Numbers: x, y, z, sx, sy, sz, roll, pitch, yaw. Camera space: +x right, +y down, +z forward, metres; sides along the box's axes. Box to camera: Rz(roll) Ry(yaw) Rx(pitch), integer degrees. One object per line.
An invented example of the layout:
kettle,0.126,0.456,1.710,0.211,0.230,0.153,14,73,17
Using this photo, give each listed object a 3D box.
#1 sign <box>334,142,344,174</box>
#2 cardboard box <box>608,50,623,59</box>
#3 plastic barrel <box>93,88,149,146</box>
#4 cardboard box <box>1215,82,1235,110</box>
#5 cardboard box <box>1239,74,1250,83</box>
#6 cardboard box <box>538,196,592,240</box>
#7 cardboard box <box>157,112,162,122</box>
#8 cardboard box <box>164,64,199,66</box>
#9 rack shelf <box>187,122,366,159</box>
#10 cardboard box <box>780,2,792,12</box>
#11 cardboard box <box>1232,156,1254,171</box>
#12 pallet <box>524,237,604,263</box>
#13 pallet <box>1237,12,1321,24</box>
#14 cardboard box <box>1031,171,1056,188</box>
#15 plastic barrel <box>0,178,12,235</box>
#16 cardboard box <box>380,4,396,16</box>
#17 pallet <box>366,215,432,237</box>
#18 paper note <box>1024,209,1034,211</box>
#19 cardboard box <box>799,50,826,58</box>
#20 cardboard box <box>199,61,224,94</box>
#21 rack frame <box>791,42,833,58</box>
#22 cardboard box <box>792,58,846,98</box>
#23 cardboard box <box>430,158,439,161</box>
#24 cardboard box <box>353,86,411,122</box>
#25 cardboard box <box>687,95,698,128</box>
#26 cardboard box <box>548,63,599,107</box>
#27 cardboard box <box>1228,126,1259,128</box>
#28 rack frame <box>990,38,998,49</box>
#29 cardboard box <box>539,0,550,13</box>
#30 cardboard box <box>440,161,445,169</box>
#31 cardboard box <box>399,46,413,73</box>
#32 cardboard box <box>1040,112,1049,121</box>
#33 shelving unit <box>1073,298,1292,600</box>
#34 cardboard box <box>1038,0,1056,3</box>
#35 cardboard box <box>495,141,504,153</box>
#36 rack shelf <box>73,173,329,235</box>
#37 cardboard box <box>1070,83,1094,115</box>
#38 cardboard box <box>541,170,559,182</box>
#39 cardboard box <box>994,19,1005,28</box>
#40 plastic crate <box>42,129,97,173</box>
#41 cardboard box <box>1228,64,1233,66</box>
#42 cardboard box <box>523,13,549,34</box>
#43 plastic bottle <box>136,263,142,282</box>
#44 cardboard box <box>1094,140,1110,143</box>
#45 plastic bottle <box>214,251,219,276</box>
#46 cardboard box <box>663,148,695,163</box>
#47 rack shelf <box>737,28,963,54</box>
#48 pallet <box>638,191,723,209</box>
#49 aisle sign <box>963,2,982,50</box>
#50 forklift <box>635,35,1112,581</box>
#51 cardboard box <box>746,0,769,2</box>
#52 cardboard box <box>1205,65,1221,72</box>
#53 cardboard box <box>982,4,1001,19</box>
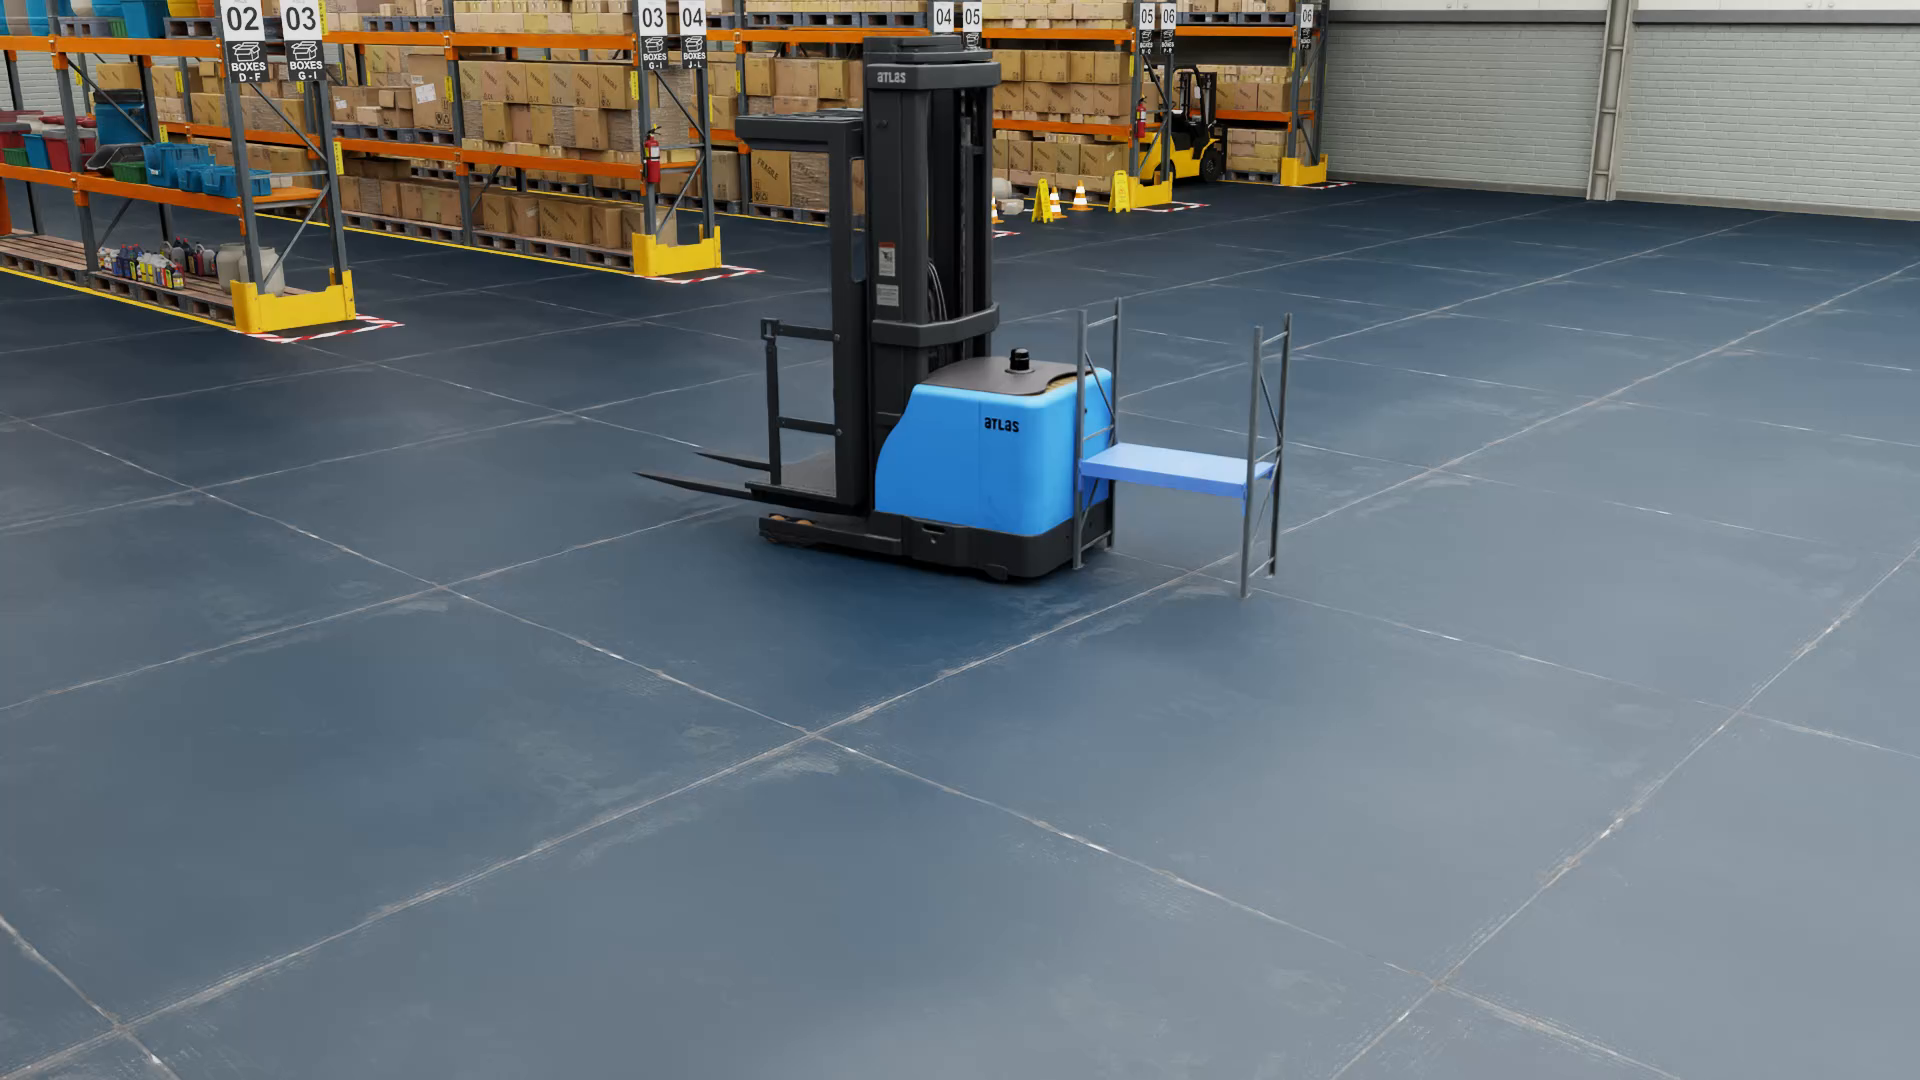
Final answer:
sign,-6.363,-3.903,16.992,0.005,0.325,0.100,15,23,39
cardboard box,-7.138,-10.180,35.410,0.500,0.500,0.500,15,23,40
plastic barrel,-9.811,-4.835,19.560,0.708,0.901,0.600,15,23,39
cardboard box,5.118,-8.430,31.549,0.500,0.500,0.500,14,23,38
cardboard box,5.439,-8.660,31.201,0.250,0.149,0.380,15,23,39
cardboard box,-5.213,-4.270,22.046,0.500,0.500,0.500,13,22,34
cardboard box,-13.442,-7.199,28.253,0.250,0.149,0.380,16,23,40
cardboard box,-13.363,-7.963,28.760,0.500,0.500,0.500,14,22,38
rack shelf,-10.923,-6.433,26.611,4.000,0.370,1.077,15,23,39
cardboard box,-2.453,-7.928,24.732,0.250,0.149,0.380,15,23,38
cardboard box,5.499,-7.148,31.527,0.500,0.250,0.500,15,23,39
pallet,-4.993,-3.870,21.957,1.213,0.211,1.003,15,23,39
pallet,5.914,-9.669,30.807,1.213,0.211,1.003,15,23,39
cardboard box,1.574,-6.210,28.573,0.500,0.250,0.500,14,22,37
plastic barrel,-13.092,-4.514,22.268,0.708,0.830,0.600,15,23,39
cardboard box,-7.904,-7.443,23.340,0.250,0.166,0.380,14,22,38
pallet,-7.936,-4.643,24.392,1.213,0.211,1.003,15,23,39
paper note,1.106,-5.334,26.869,0.142,0.019,0.148,7,19,21
cardboard box,-3.486,-11.330,39.370,0.500,0.500,0.500,14,23,38
cardboard box,-11.936,-7.577,27.203,0.637,0.503,0.797,14,23,38
rack frame,-2.849,-8.616,32.302,0.127,3.000,1.000,15,23,39
cardboard box,-2.013,-6.953,25.030,0.550,0.550,0.875,15,23,39
cardboard box,-9.921,-7.355,31.855,0.250,0.149,0.380,14,22,37
cardboard box,-8.513,-6.433,24.564,0.700,0.500,0.500,-14,22,-38
cardboard box,-4.013,-6.866,26.623,0.500,0.500,0.500,15,23,39
cardboard box,-4.769,-5.688,20.767,0.500,0.500,0.500,15,23,39
cardboard box,5.449,-7.841,32.059,0.500,0.250,0.500,15,23,39
rack frame,0.443,-9.740,35.843,0.127,3.000,1.000,15,23,39
cardboard box,-5.001,-6.630,20.673,0.250,0.149,0.380,14,22,37
cardboard box,-9.710,-7.193,31.837,0.250,0.149,0.380,16,24,41
cardboard box,-10.346,-9.187,31.790,0.500,0.500,0.500,16,23,41
cardboard box,1.582,-7.228,28.344,0.250,0.149,0.380,15,23,39
shelving unit,1.227,-0.530,9.301,1.048,1.500,0.538,10,20,29
cardboard box,1.516,-9.001,27.654,0.250,0.149,0.380,16,23,41
cardboard box,-5.897,-5.195,21.937,0.250,0.149,0.380,15,23,39
rack shelf,-8.227,-3.706,18.019,4.000,0.370,1.077,15,23,39
cardboard box,2.174,-7.347,27.648,0.500,0.500,0.500,15,23,39
cardboard box,-7.111,-6.663,29.585,0.500,0.500,0.500,16,24,41
cardboard box,0.791,-8.856,28.513,0.250,0.149,0.380,16,24,41
plastic crate,-10.288,-4.509,19.254,0.583,0.464,0.402,15,23,39
cardboard box,5.179,-9.065,31.987,0.250,0.149,0.380,15,23,40
cardboard box,-5.106,-6.469,20.827,0.500,0.250,0.500,15,23,38
plastic bottle,-9.058,-2.970,18.411,0.097,0.201,0.097,0,18,0
cardboard box,2.302,-6.590,28.529,0.500,0.500,0.500,14,22,37
plastic bottle,-8.363,-3.121,18.769,0.097,0.271,0.097,0,18,0
cardboard box,-3.499,-4.759,20.564,0.250,0.149,0.380,15,23,39
rack shelf,-1.572,-7.358,24.568,4.000,0.370,1.077,15,23,39
pallet,-4.612,-5.726,27.807,1.213,0.211,1.003,15,23,39
aisle sign,0.176,-7.162,23.424,0.004,0.787,0.394,15,23,39
forklift,-0.625,-1.476,9.917,3.031,2.935,1.130,10,20,29
cardboard box,-2.888,-8.259,25.115,0.500,0.250,0.500,15,23,40
cardboard box,4.867,-8.963,31.666,0.250,0.149,0.380,15,23,40
cardboard box,0.682,-9.061,28.502,0.500,0.250,0.500,15,23,39
